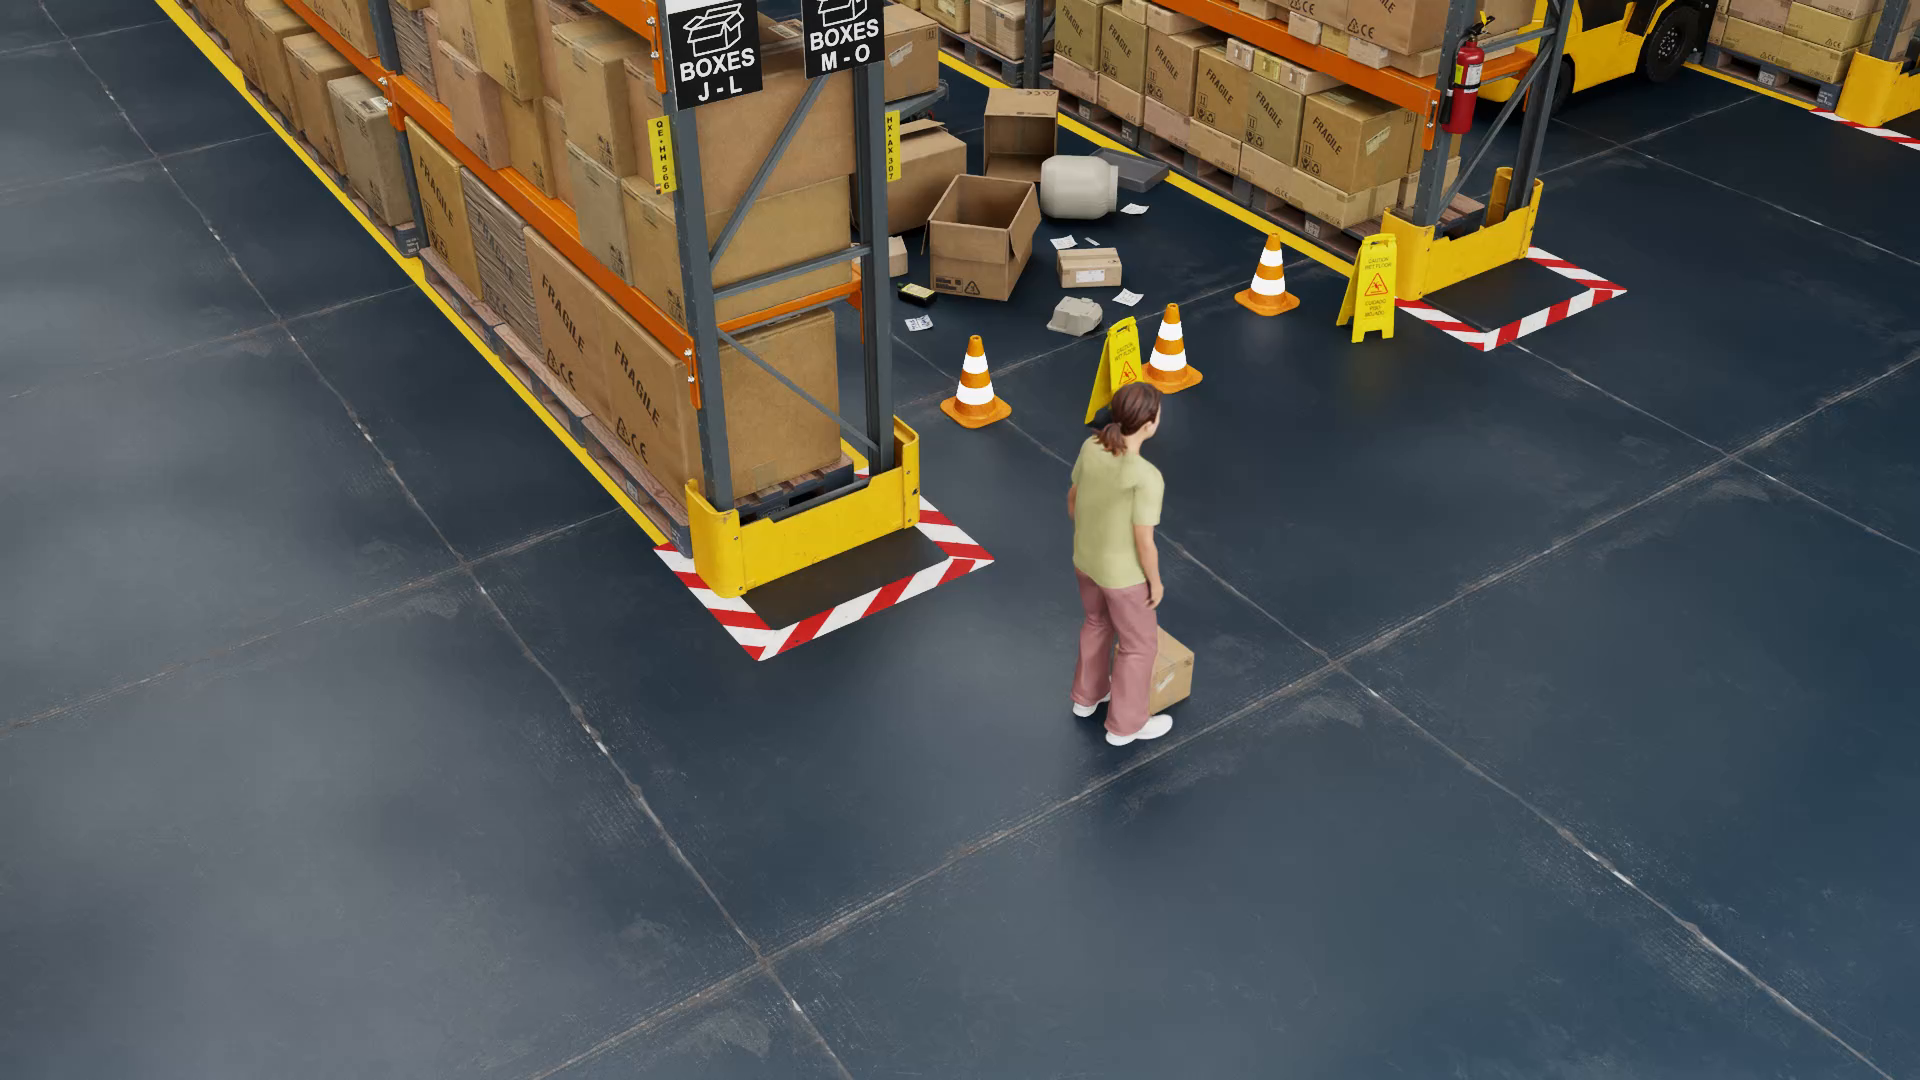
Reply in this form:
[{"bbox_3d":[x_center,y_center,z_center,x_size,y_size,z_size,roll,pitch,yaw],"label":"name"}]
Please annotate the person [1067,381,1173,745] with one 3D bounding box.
[{"bbox_3d":[0.659,0.101,6.866,0.364,1.672,0.499,-24,43,-29],"label":"person"}]
